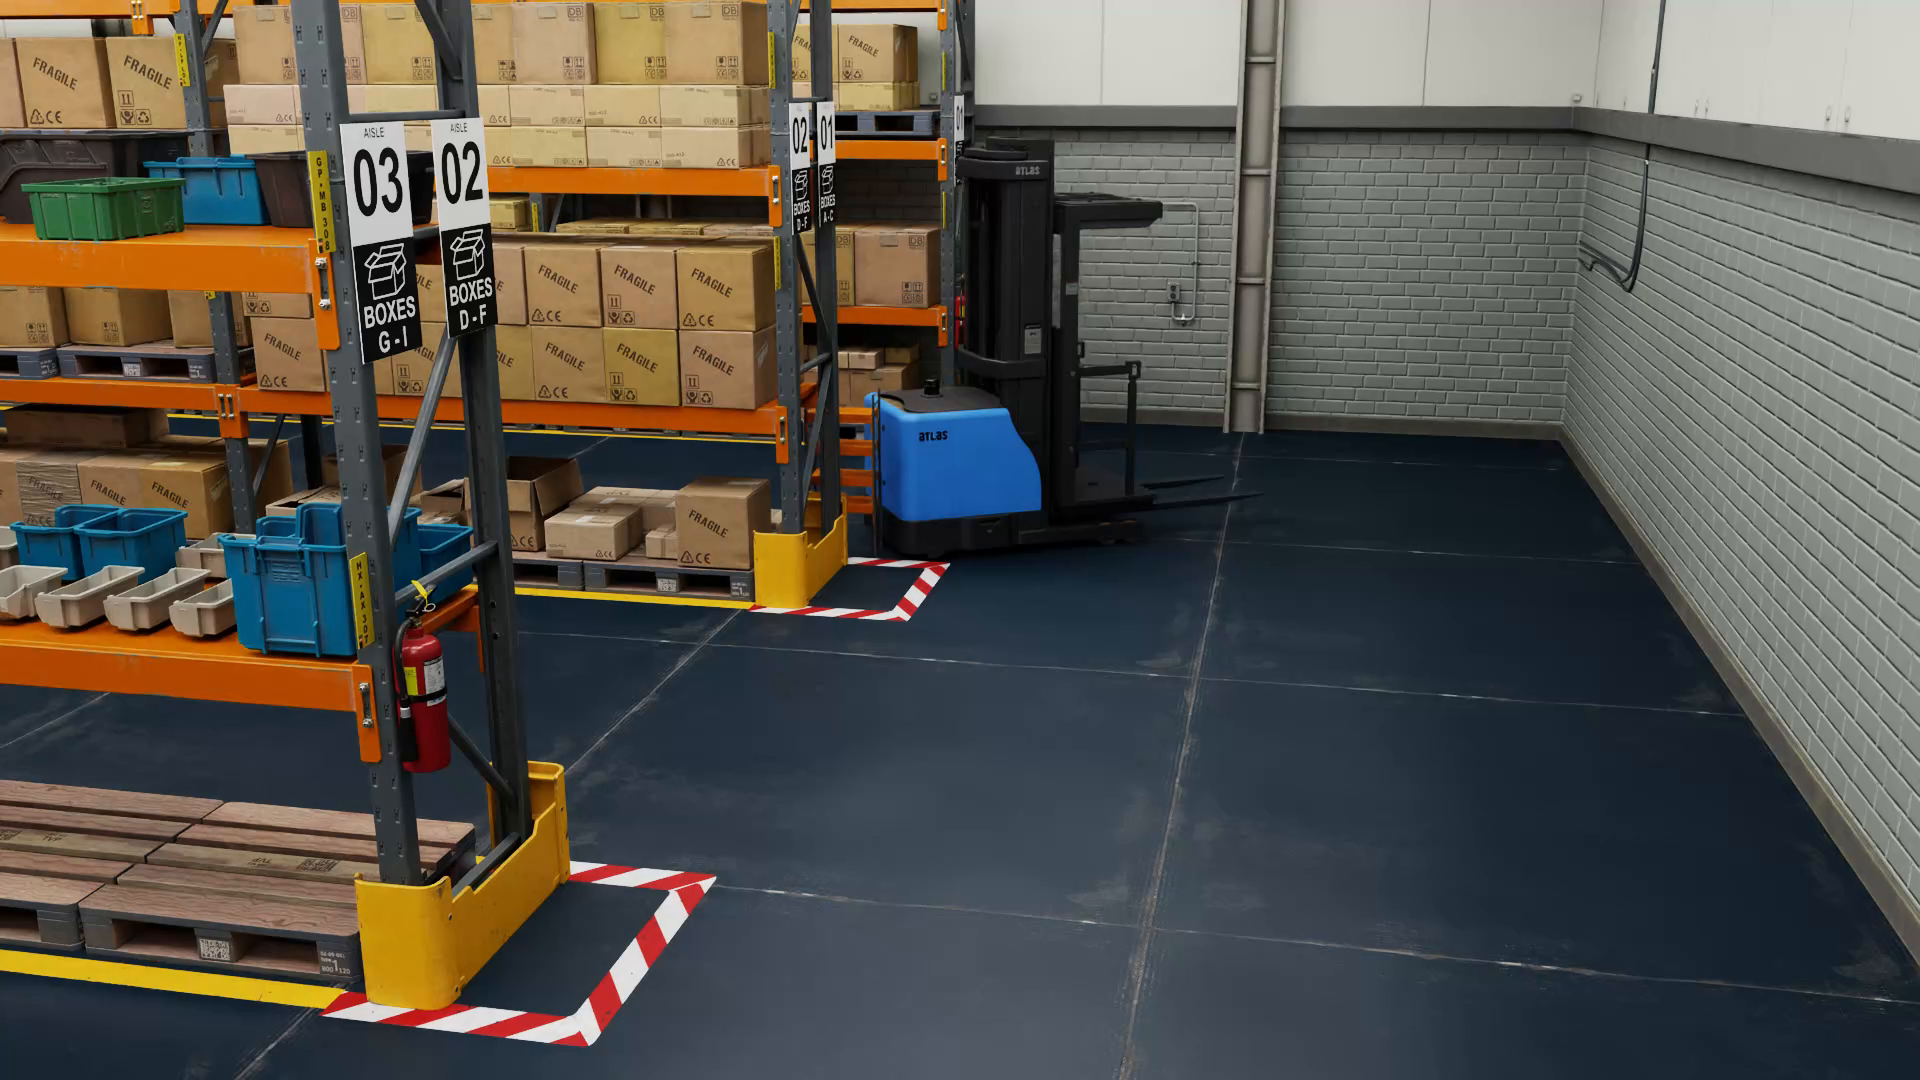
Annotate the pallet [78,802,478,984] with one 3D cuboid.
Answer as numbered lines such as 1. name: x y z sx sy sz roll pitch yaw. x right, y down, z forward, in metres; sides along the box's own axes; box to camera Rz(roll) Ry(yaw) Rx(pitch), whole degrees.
1. pallet: -2.791 1.436 6.911 1.213 0.211 1.003 3 16 11

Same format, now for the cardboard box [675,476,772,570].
1. cardboard box: -1.582 -0.121 11.168 0.500 0.500 0.500 3 16 11

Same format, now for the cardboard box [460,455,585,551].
1. cardboard box: -3.078 -0.272 11.708 0.637 0.503 0.797 3 16 11

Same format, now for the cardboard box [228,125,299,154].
1. cardboard box: -4.493 -2.644 11.082 0.500 0.250 0.500 3 16 11

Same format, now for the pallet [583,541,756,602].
1. pallet: -1.856 0.149 11.560 1.213 0.211 1.003 3 16 11

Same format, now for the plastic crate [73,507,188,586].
1. plastic crate: -3.457 0.029 6.969 0.300 0.233 0.416 3 16 11

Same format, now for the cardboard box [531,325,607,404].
1. cardboard box: -2.490 -1.204 11.034 0.500 0.500 0.500 3 16 12

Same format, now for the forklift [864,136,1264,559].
1. forklift: 0.840 -1.503 12.428 3.031 2.935 1.130 -6 16 -20

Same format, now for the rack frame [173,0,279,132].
1. rack frame: -4.920 -4.253 10.988 0.127 3.000 1.000 3 16 11

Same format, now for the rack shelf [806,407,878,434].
1. rack shelf: -0.838 -0.863 11.885 0.480 0.148 0.258 2 16 8

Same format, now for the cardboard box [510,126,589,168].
1. cardboard box: -2.536 -2.533 10.680 0.500 0.250 0.500 3 16 11

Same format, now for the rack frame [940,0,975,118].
1. rack frame: -0.017 -5.336 14.899 0.127 3.000 1.000 3 16 11

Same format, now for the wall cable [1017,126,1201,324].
1. wall cable: 1.427 -3.114 16.212 1.851 1.984 0.084 3 16 11

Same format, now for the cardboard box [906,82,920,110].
1. cardboard box: -0.683 -4.172 15.622 0.500 0.250 0.500 4 16 14

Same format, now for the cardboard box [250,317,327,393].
1. cardboard box: -4.475 -1.312 11.421 0.500 0.500 0.500 4 16 13

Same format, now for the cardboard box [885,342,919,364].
1. cardboard box: -0.560 -1.812 16.096 0.250 0.149 0.380 3 16 11

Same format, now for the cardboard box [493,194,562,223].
1. cardboard box: -4.335 -3.313 16.647 0.500 0.250 0.500 4 16 13

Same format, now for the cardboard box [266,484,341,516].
1. cardboard box: -4.552 -0.199 11.804 0.500 0.311 0.500 3 16 11

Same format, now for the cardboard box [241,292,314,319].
1. cardboard box: -4.514 -1.793 11.286 0.500 0.500 0.500 4 16 13

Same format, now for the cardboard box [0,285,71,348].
1. cardboard box: -6.663 -1.690 12.001 0.500 0.500 0.700 -1 16 -3

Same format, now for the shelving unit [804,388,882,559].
1. shelving unit: -0.838 -0.485 11.992 0.503 1.200 0.258 2 16 8

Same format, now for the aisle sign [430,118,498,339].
1. aisle sign: -1.861 -1.180 6.263 0.004 0.787 0.394 3 16 11

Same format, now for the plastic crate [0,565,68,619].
1. plastic crate: -3.679 0.210 6.496 0.250 0.136 0.298 3 16 11

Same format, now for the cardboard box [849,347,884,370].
1. cardboard box: -0.885 -1.726 15.783 0.250 0.149 0.380 3 16 10

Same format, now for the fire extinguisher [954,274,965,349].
1. fire extinguisher: 0.039 -2.099 15.295 0.183 0.674 0.296 3 16 11

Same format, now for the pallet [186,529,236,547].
1. pallet: -5.724 -0.051 12.282 1.213 0.211 1.003 3 16 11

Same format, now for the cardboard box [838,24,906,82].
1. cardboard box: -0.788 -4.398 15.033 0.500 0.500 0.500 3 16 11

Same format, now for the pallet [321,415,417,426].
1. pallet: -5.907 -1.400 17.149 1.213 0.211 1.003 3 16 11

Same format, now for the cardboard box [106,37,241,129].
1. cardboard box: -5.399 -3.152 11.472 0.600 0.600 0.600 2 16 6

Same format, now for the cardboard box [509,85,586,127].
1. cardboard box: -2.533 -2.778 10.627 0.500 0.250 0.500 3 16 11

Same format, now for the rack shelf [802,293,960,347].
1. rack shelf: -1.976 -2.205 16.180 4.000 0.370 1.077 3 16 11

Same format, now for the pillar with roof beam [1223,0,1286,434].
1. pillar with roof beam: 1.944 -4.293 11.132 0.400 9.000 9.100 3 16 11

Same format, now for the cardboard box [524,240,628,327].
1. cardboard box: -2.495 -1.684 10.891 0.500 0.500 0.500 4 16 13

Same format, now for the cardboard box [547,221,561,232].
1. cardboard box: -4.337 -2.949 16.739 0.500 0.500 0.500 3 16 9

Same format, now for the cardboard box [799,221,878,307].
1. cardboard box: -1.233 -2.650 15.877 0.700 0.700 0.980 3 16 11

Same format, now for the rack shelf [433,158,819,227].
1. rack shelf: -2.960 -2.354 11.101 4.000 0.370 1.077 3 16 11

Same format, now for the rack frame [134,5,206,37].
1. rack frame: -7.856 -5.762 16.435 0.127 3.000 1.000 3 16 11

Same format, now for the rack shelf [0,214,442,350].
1. rack shelf: -3.951 -1.059 6.423 4.000 0.370 1.077 3 16 11

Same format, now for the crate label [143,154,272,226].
1. crate label: -2.830 -1.361 6.446 0.502 0.251 0.408 3 16 11

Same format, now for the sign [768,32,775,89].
1. sign: -1.130 -2.877 9.982 0.005 0.325 0.100 3 16 11

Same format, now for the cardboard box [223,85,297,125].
1. cardboard box: -4.493 -2.885 11.014 0.500 0.250 0.500 3 16 11

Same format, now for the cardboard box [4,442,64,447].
1. cardboard box: -6.854 -0.540 12.680 0.500 0.500 0.500 3 16 9

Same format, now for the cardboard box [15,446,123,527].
1. cardboard box: -6.435 -0.376 12.088 0.500 0.500 0.500 3 16 12

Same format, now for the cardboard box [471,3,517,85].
1. cardboard box: -2.962 -3.246 10.912 0.500 0.500 0.700 3 16 11

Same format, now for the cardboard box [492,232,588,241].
1. cardboard box: -2.883 -1.852 11.499 0.500 0.500 0.500 3 16 11

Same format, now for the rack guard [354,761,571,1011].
1. rack guard: -1.965 1.349 6.685 0.348 0.500 1.175 3 16 11

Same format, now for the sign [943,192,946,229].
1. sign: -0.138 -2.976 15.004 0.005 0.325 0.100 3 16 11
